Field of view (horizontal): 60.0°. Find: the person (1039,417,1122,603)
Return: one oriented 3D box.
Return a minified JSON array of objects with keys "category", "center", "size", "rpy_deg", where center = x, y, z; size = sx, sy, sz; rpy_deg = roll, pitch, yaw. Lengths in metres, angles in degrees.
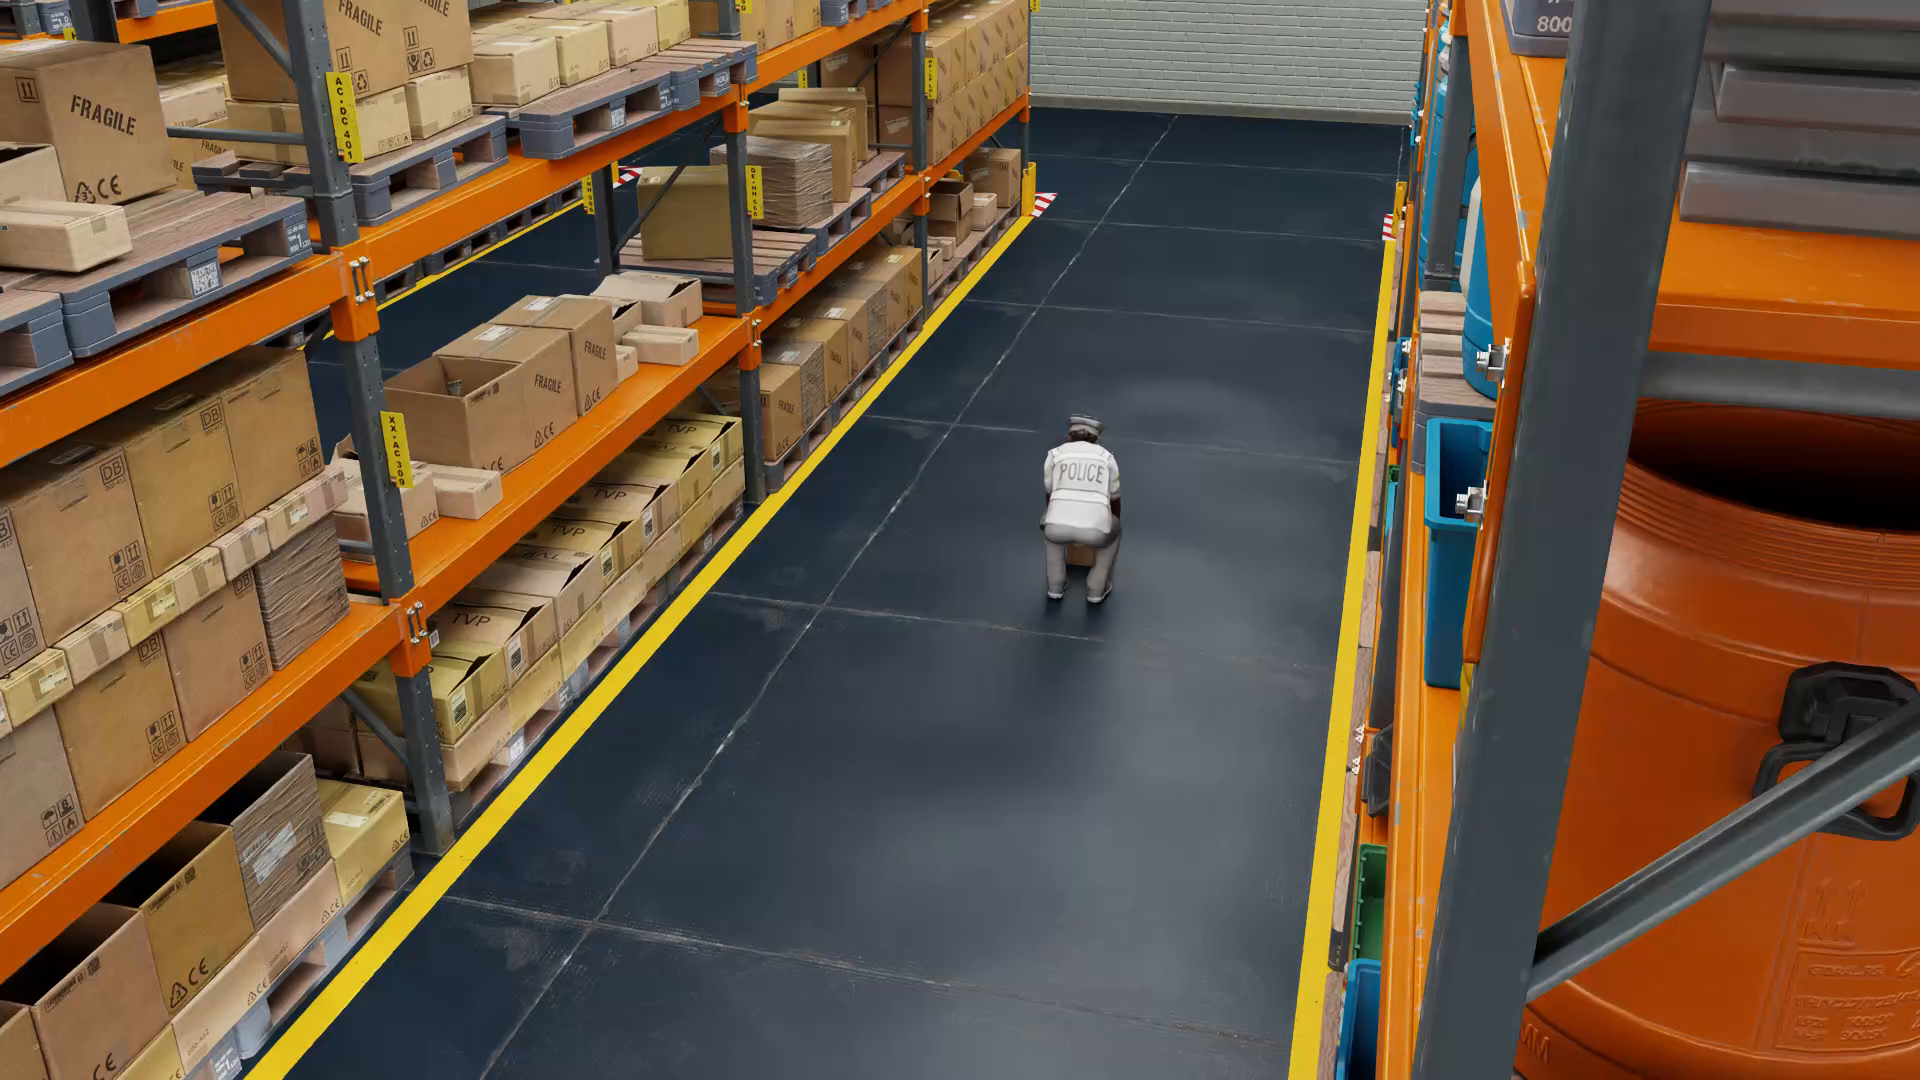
[{"category":"person","center":[0.709,-0.179,9.801],"size":[0.486,0.968,0.858],"rpy_deg":[6,26,13]}]
